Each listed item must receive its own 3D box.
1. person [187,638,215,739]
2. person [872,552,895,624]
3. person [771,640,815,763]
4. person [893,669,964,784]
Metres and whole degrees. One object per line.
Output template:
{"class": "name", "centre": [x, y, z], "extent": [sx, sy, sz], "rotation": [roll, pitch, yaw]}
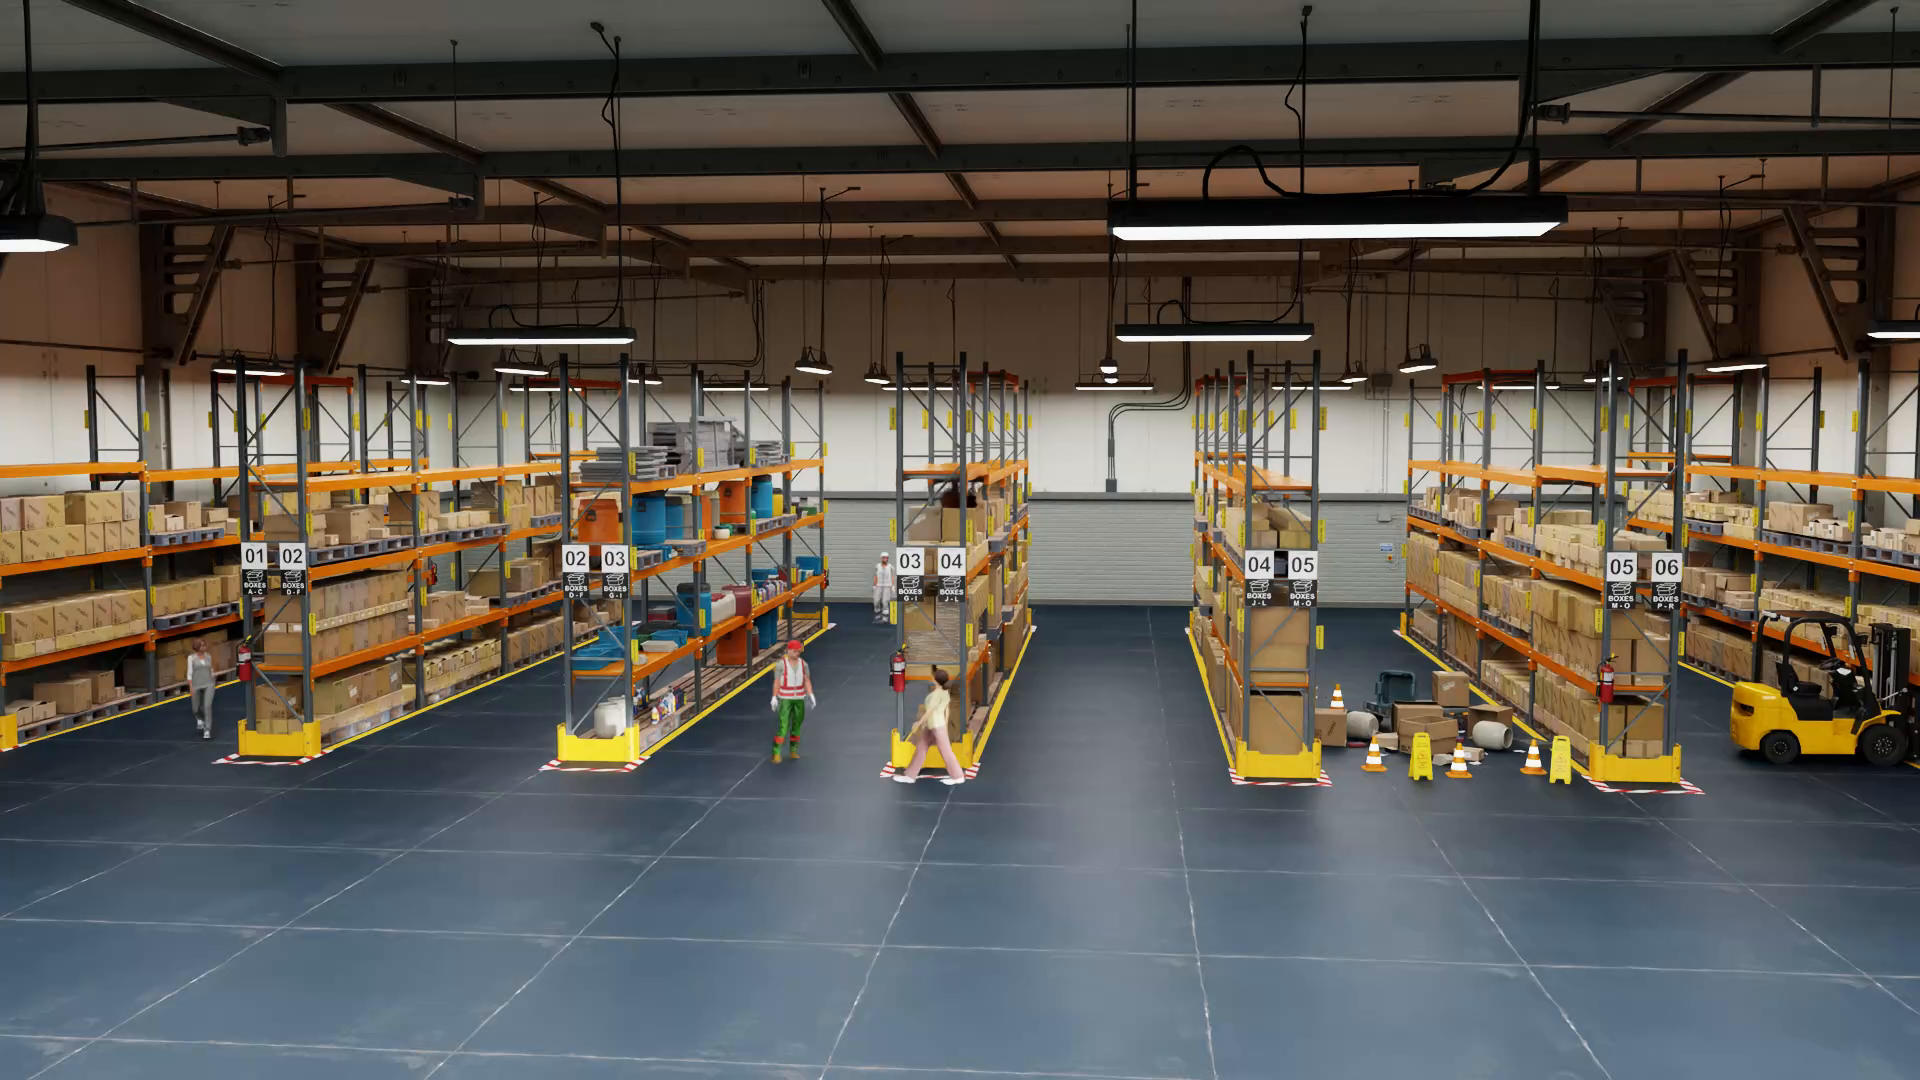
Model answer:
{"class": "person", "centre": [-12.041, 2.335, 26.423], "extent": [0.404, 1.561, 0.763], "rotation": [-1, 4, -16]}
{"class": "person", "centre": [-1.898, 1.204, 41.302], "extent": [0.565, 1.808, 0.452], "rotation": [1, 4, 10]}
{"class": "person", "centre": [-2.494, 2.377, 24.640], "extent": [0.680, 1.803, 0.391], "rotation": [-2, 5, -28]}
{"class": "person", "centre": [-0.417, 2.557, 22.757], "extent": [0.966, 1.607, 0.464], "rotation": [-1, 4, -10]}
